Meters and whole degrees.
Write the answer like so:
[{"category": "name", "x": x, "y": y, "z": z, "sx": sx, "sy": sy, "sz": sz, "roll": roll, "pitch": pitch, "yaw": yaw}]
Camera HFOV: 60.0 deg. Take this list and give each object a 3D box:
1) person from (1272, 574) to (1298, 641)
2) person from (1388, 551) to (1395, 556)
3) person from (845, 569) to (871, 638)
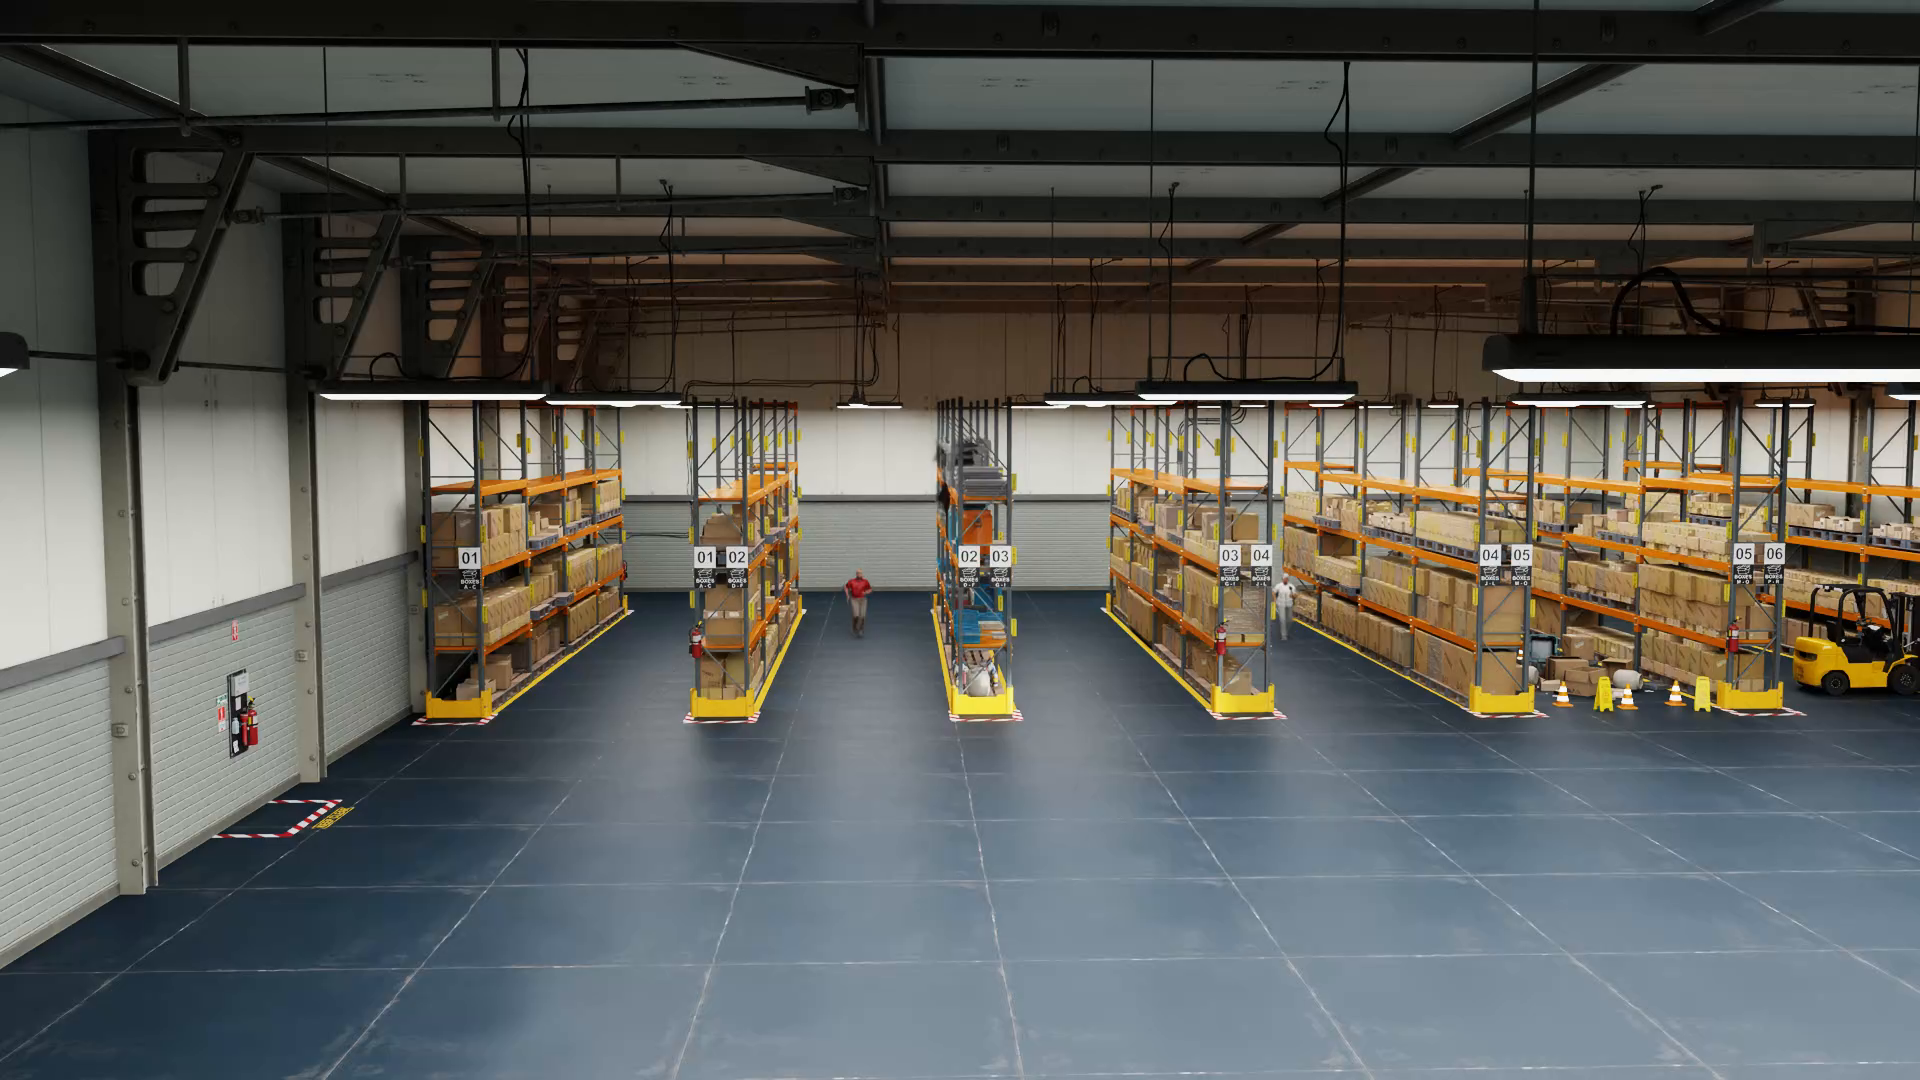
[{"category": "person", "x": 8.163, "y": 1.663, "z": 41.730, "sx": 0.614, "sy": 1.643, "sz": 0.875, "roll": 0, "pitch": 4, "yaw": 1}, {"category": "person", "x": 12.748, "y": 1.113, "z": 49.220, "sx": 0.886, "sy": 1.578, "sz": 0.541, "roll": 0, "pitch": 4, "yaw": -1}, {"category": "person", "x": -2.563, "y": 1.615, "z": 42.212, "sx": 0.636, "sy": 1.747, "sz": 0.703, "roll": -1, "pitch": 5, "yaw": -15}]
